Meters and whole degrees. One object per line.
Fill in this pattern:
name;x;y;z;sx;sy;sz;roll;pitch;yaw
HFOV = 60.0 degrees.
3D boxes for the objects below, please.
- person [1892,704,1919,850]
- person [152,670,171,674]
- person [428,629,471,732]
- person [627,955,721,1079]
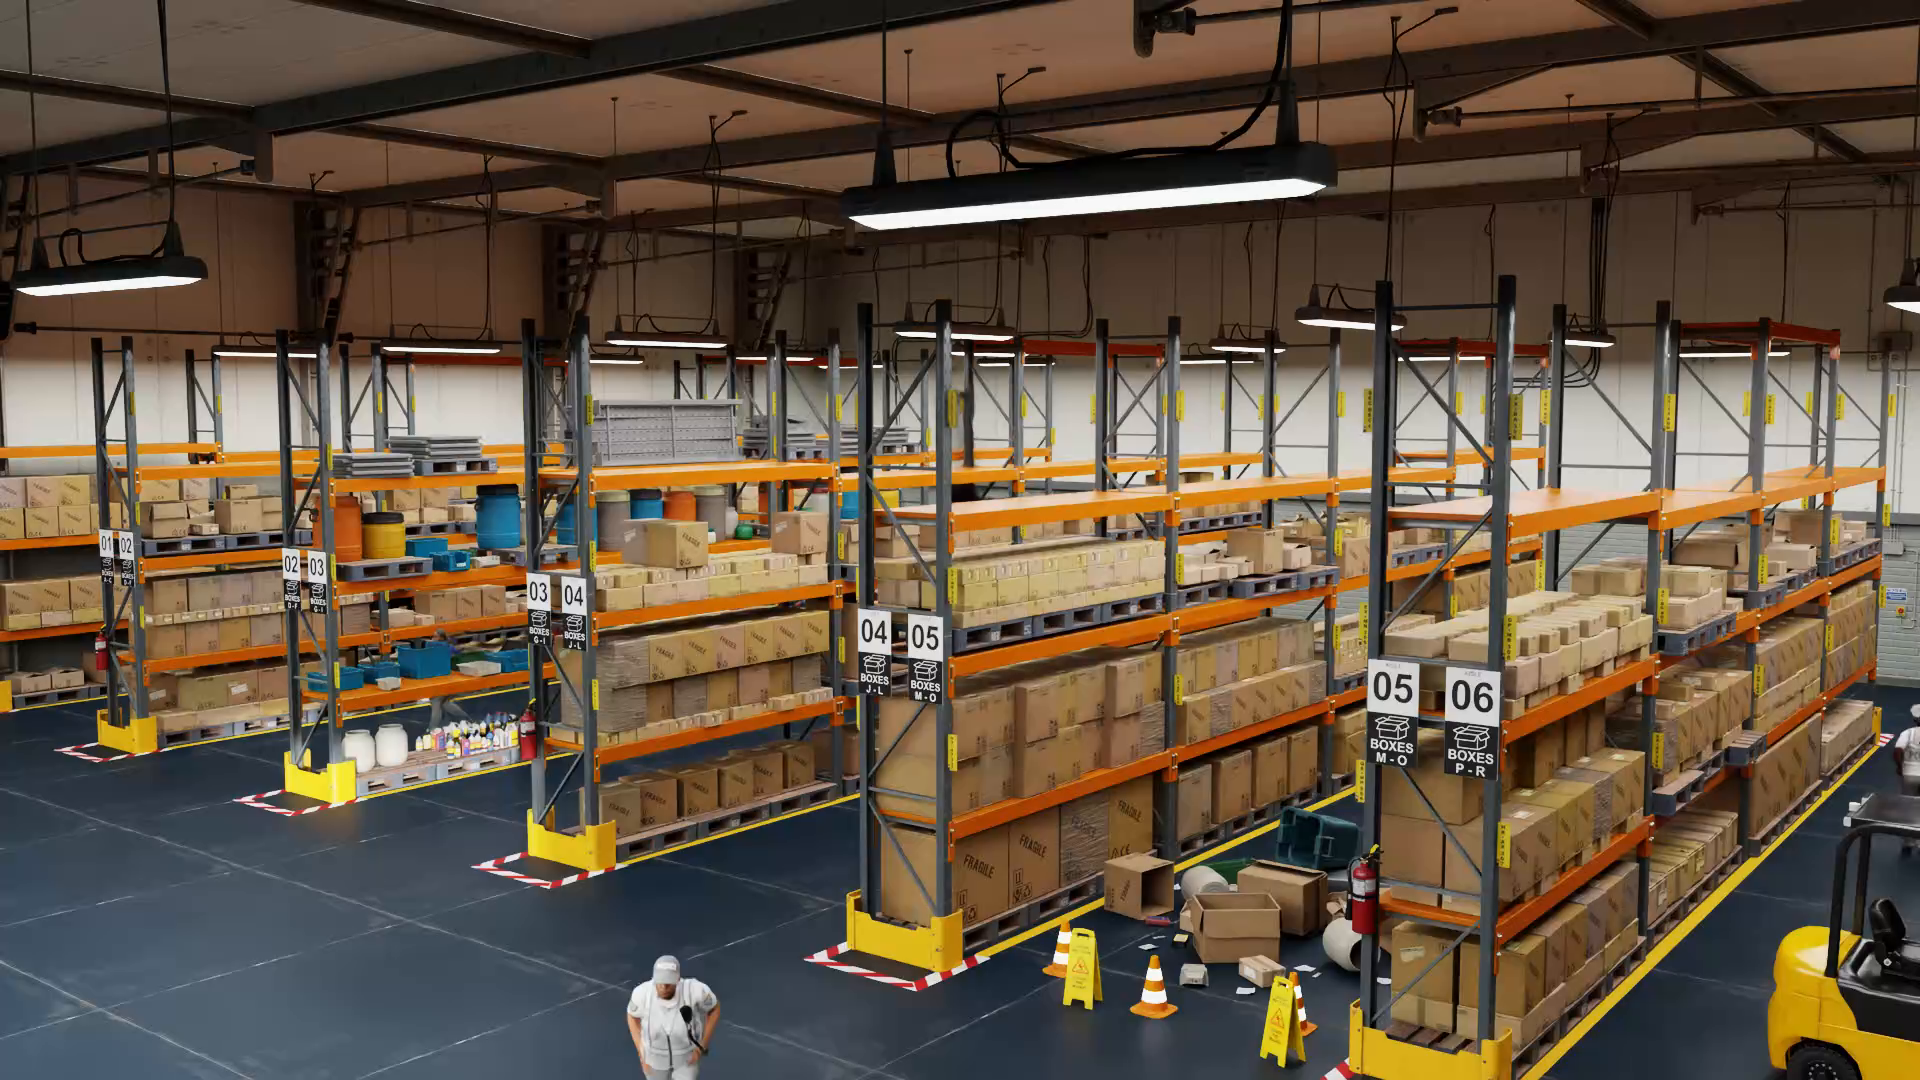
person;10.785;2.685;18.697;0.579;1.688;0.913;2;5;25
person;-12.957;1.922;26.958;0.657;1.818;0.891;1;5;10
person;-7.723;2.151;24.910;0.566;1.655;0.929;4;7;42
person;-1.884;3.443;11.007;0.612;1.623;0.956;-1;5;-6
